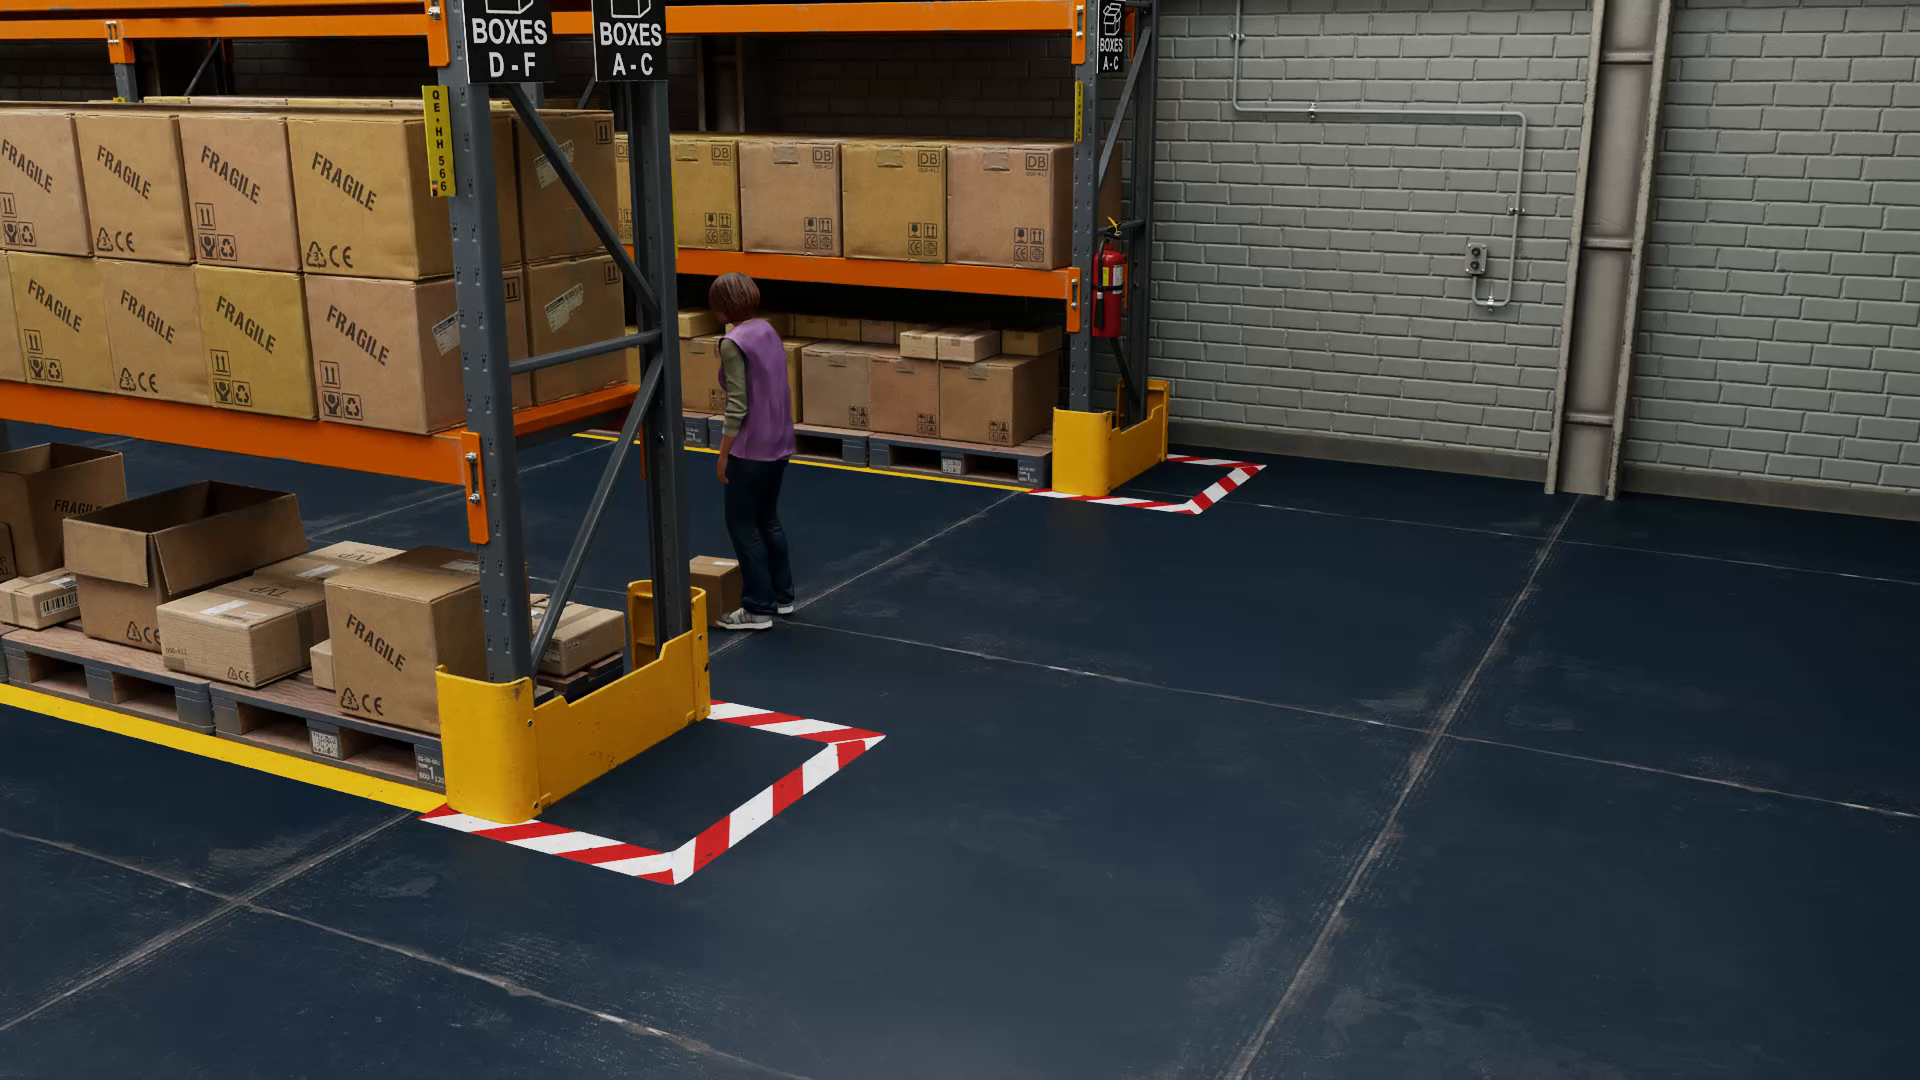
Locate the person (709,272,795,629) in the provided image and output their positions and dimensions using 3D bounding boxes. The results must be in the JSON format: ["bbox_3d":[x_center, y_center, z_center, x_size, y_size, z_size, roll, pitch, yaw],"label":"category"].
[{"bbox_3d":[-0.920,-0.392,7.410,0.343,1.593,0.463,7,17,22],"label":"person"}]
